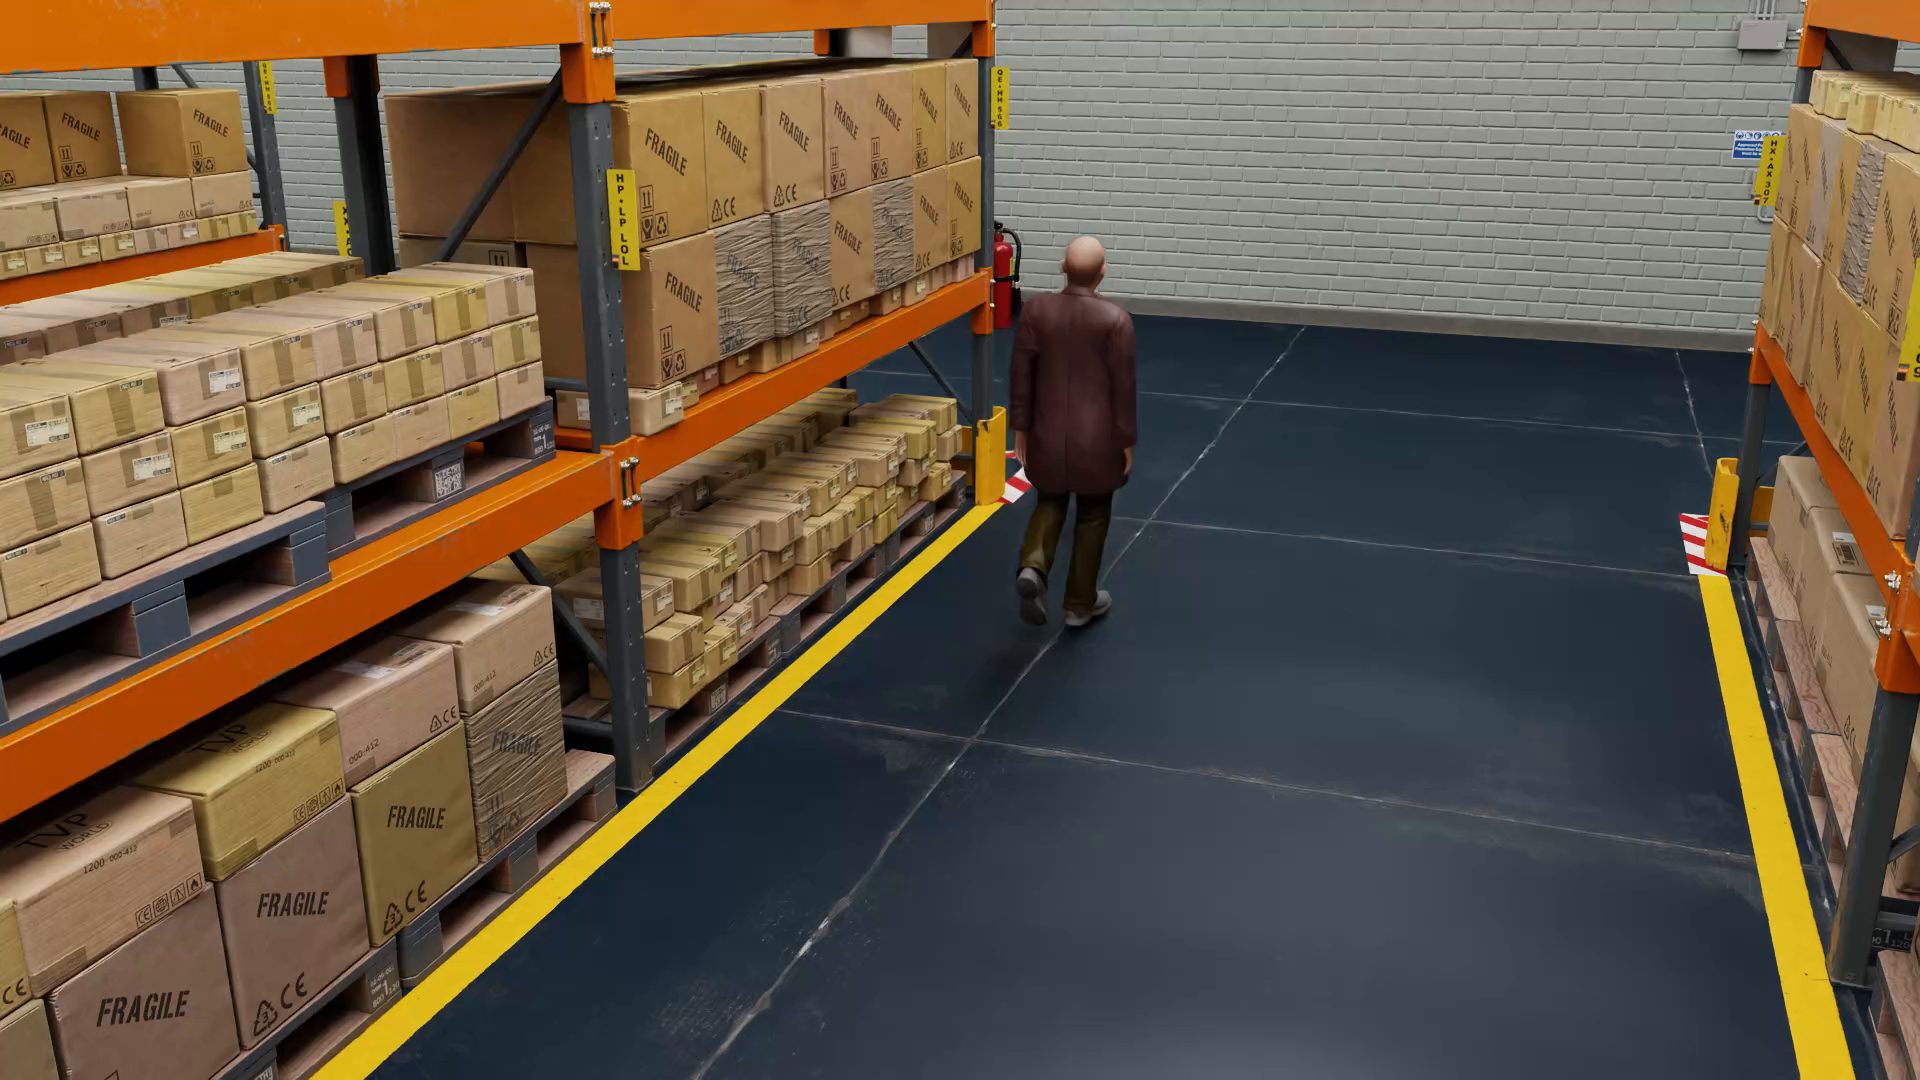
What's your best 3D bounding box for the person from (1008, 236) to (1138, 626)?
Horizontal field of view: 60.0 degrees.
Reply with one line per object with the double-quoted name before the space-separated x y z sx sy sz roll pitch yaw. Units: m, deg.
"person" 0.480 -0.449 7.354 0.589 1.763 0.683 8 20 22
